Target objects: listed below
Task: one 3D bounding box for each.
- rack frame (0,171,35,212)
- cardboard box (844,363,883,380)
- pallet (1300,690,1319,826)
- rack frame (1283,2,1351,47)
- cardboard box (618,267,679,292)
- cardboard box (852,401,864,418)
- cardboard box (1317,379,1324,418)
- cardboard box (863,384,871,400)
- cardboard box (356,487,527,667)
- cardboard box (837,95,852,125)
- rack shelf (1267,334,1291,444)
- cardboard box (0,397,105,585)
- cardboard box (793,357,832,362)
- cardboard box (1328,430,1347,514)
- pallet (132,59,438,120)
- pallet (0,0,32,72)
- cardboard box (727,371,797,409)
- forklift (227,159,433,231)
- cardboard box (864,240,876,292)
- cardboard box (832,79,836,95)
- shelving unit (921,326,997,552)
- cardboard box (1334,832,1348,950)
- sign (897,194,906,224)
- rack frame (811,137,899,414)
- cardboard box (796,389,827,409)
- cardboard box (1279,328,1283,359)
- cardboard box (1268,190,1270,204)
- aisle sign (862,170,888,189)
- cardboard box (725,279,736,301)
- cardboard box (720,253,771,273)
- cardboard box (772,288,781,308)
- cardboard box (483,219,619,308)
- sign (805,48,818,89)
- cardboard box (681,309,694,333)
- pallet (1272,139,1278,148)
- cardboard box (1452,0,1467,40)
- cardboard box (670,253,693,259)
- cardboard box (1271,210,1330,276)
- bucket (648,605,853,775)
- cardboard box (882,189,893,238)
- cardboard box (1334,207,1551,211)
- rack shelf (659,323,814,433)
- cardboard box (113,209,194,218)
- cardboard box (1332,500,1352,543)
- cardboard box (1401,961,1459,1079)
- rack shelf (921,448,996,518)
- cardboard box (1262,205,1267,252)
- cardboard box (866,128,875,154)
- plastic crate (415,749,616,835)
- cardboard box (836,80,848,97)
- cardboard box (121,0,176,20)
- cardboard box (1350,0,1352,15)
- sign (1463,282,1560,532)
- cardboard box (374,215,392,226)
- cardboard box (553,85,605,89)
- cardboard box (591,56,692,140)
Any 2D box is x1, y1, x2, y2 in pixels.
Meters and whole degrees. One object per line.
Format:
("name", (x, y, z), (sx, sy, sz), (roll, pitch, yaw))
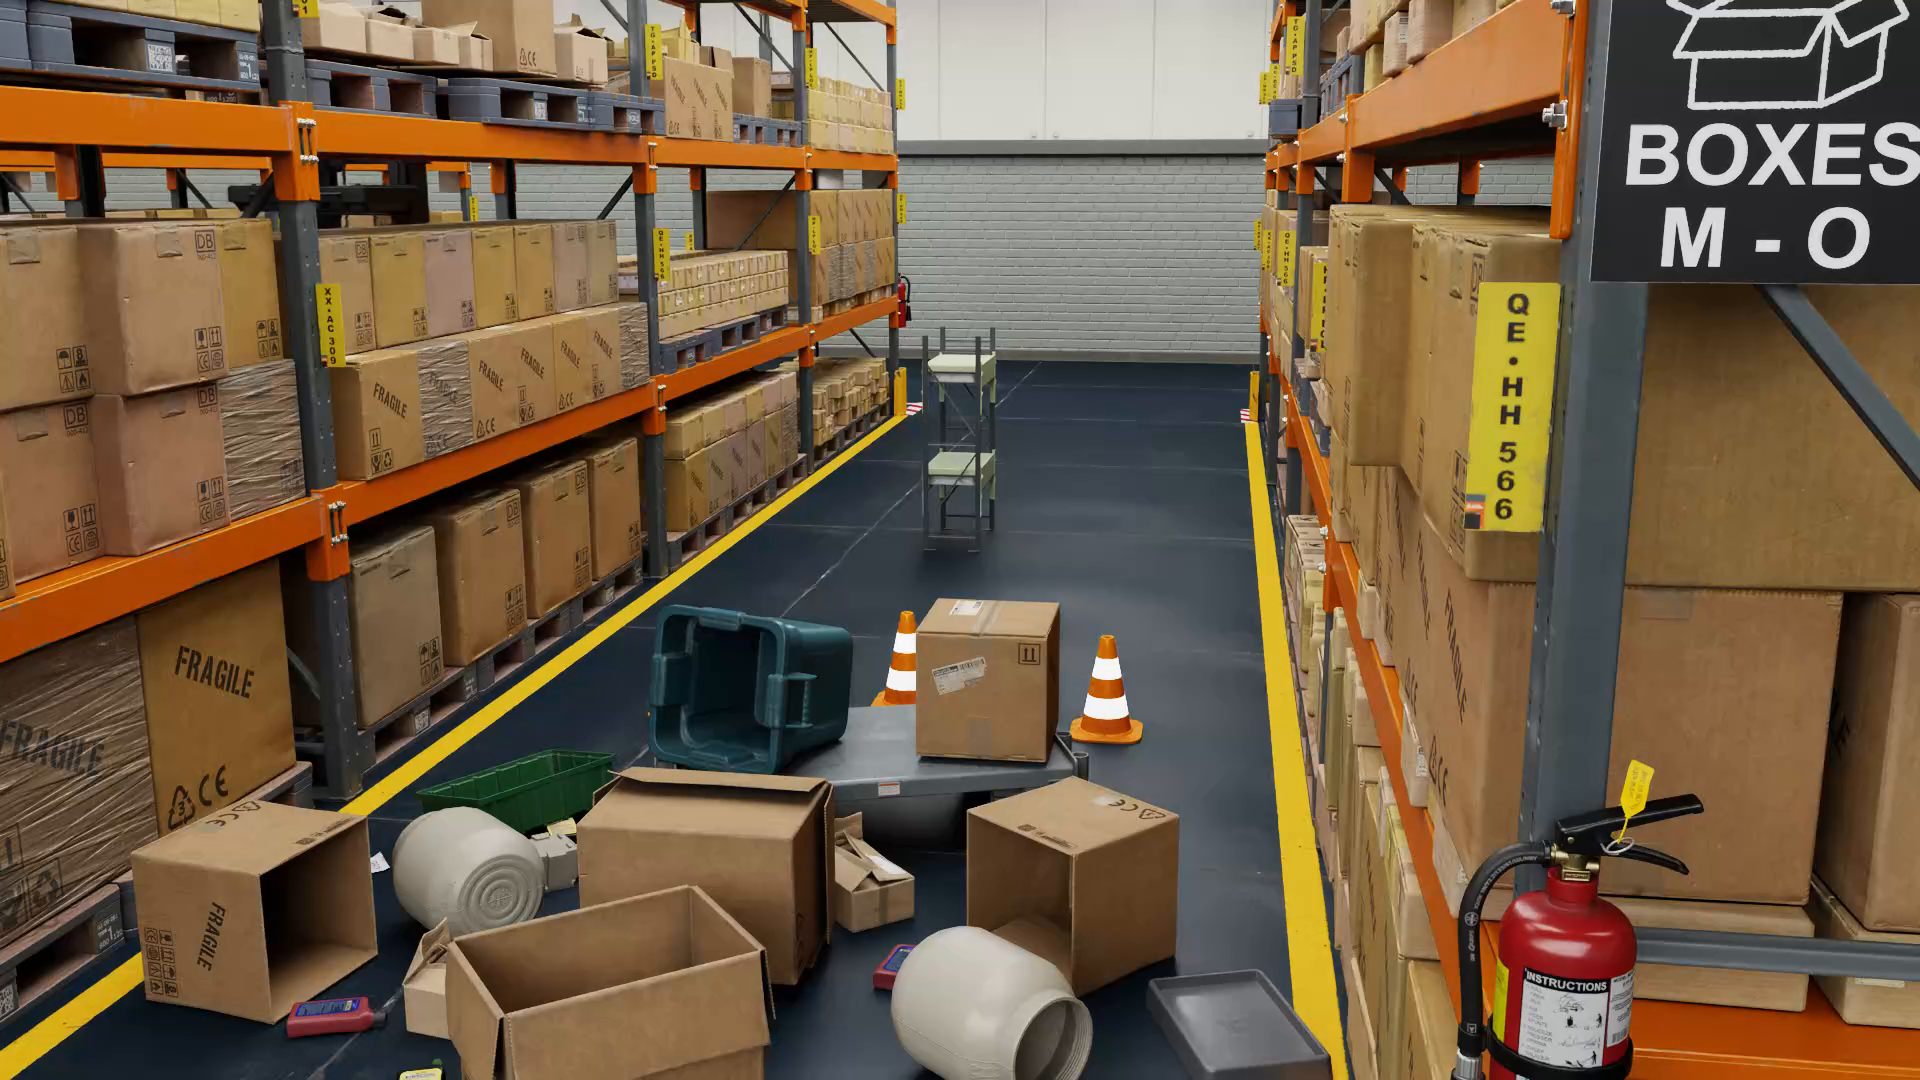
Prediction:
("rack frame", (-10.961, -3.241, 19.911), (1.000, 3.000, 0.127), (2, 12, 9))
("cardboard box", (-1.022, -1.774, 17.464), (0.380, 0.149, 0.250), (2, 12, 7))
("pallet", (1.998, 0.940, 7.132), (1.003, 0.211, 1.213), (2, 12, 9))
("rack frame", (3.110, -4.859, 13.181), (1.000, 3.000, 0.127), (2, 12, 9))
("cardboard box", (-2.111, -1.753, 11.193), (0.380, 0.149, 0.250), (2, 12, 7))
("cardboard box", (-1.186, -1.322, 16.777), (0.380, 0.149, 0.250), (2, 12, 10))
("cardboard box", (1.784, -0.622, 7.360), (0.380, 0.149, 0.250), (2, 12, 9))
("cardboard box", (-1.126, -1.520, 16.991), (0.380, 0.149, 0.250), (2, 12, 9))
("cardboard box", (-2.869, 0.161, 8.469), (1.050, 0.750, 0.750), (2, 12, 9))
("cardboard box", (-1.313, -4.004, 15.500), (0.500, 0.250, 0.500), (2, 12, 10))
("rack shelf", (2.802, -1.159, 11.957), (1.077, 0.370, 4.000), (2, 12, 9))
("cardboard box", (-3.334, -0.173, 5.320), (0.875, 0.550, 0.550), (2, 12, 9))
("cardboard box", (-1.598, -1.903, 18.062), (0.380, 0.149, 0.250), (1, 12, 6))
("cardboard box", (1.536, -0.373, 5.661), (0.500, 0.500, 0.500), (2, 12, 8))
("pallet", (-2.935, -1.966, 7.329), (0.805, 0.209, 1.217), (1, 12, 6))
("pallet", (-3.353, -1.400, 4.462), (1.003, 0.211, 1.213), (2, 12, 9))
("cardboard box", (-1.662, -1.253, 13.842), (0.500, 0.250, 0.500), (2, 12, 7))
("forklift", (-4.618, -1.585, 12.389), (1.130, 2.935, 3.031), (2, 12, 9))
("cardboard box", (-1.149, -2.778, 16.821), (0.500, 0.500, 0.500), (2, 12, 9))
("cardboard box", (-1.351, -4.168, 15.315), (0.380, 0.149, 0.250), (1, 12, 7))
("shelving unit", (-0.001, -0.732, 11.829), (0.431, 1.500, 0.755), (2, 12, 9))
("cardboard box", (1.451, 1.103, 5.285), (0.500, 0.250, 0.500), (3, 12, 12))
("sign", (-0.636, -3.597, 18.065), (0.100, 0.325, 0.005), (2, 12, 9))
("rack frame", (-1.182, -2.899, 18.323), (1.000, 3.000, 0.127), (2, 12, 9))
("cardboard box", (-1.438, -1.289, 15.212), (0.380, 0.149, 0.250), (3, 12, 11))
("cardboard box", (2.472, -1.345, 11.473), (0.500, 0.250, 0.500), (2, 12, 8))
("cardboard box", (3.251, -3.386, 16.437), (0.380, 0.149, 0.250), (1, 12, 7))
("aisle sign", (-0.874, -4.175, 18.075), (0.394, 0.787, 0.004), (2, 12, 9))
("cardboard box", (-1.905, -1.880, 12.489), (0.380, 0.149, 0.250), (2, 12, 11))
("cardboard box", (-1.748, -2.240, 13.453), (0.380, 0.149, 0.250), (1, 12, 7))
("cardboard box", (-1.702, -2.005, 13.777), (0.380, 0.149, 0.250), (2, 12, 9))
("cardboard box", (-2.491, -1.678, 10.048), (0.700, 0.500, 0.500), (2, 12, 8))
("sign", (-1.248, -3.960, 13.968), (0.100, 0.325, 0.005), (2, 12, 9))
("cardboard box", (-2.061, -1.514, 11.500), (0.380, 0.149, 0.250), (3, 12, 11))
("pallet", (3.436, -3.773, 15.470), (1.003, 0.211, 1.213), (2, 12, 9))
("cardboard box", (1.267, -1.121, 3.552), (0.380, 0.149, 0.250), (2, 12, 7))
("cardboard box", (-2.391, -2.261, 13.550), (0.380, 0.149, 0.250), (2, 12, 9))
("cardboard box", (2.758, -2.382, 13.315), (0.500, 0.500, 0.500), (2, 12, 9))
("bucket", (-0.770, 0.560, 6.439), (0.726, 0.611, 0.620), (7, 4, 28))
("cardboard box", (-1.006, -3.478, 17.697), (0.500, 0.500, 0.500), (2, 12, 7))
("cardboard box", (1.497, -0.754, 5.056), (0.700, 0.500, 0.500), (2, 12, 9))
("rack shelf", (-2.105, -1.298, 12.604), (1.077, 0.370, 4.000), (2, 12, 9))
("cardboard box", (-6.889, -2.511, 13.907), (0.797, 0.503, 0.637), (2, 12, 9))
("cardboard box", (1.514, -0.083, 5.856), (0.380, 0.149, 0.250), (2, 12, 8))
("cardboard box", (1.130, 1.168, 3.202), (0.500, 0.500, 0.500), (2, 12, 9))
("rack shelf", (-0.001, -0.413, 11.898), (0.431, 0.370, 0.720), (2, 12, 9))
("cardboard box", (3.297, -3.098, 16.640), (0.500, 0.500, 0.500), (2, 12, 7))
("cardboard box", (-1.151, -3.979, 16.573), (0.500, 0.250, 0.500), (2, 12, 11))
("plastic crate", (-1.760, 1.024, 6.658), (0.450, 0.188, 0.662), (-3, 8, 40))
("cardboard box", (-1.263, -4.223, 15.572), (0.380, 0.149, 0.250), (3, 12, 11))
("cardboard box", (-2.844, -1.806, 5.495), (0.380, 0.149, 0.250), (2, 12, 10))
("cardboard box", (1.978, -2.442, 7.257), (0.500, 0.250, 0.500), (2, 12, 10))
("sign", (0.719, -0.171, 2.170), (0.100, 0.325, 0.005), (2, 12, 9))
("cardboard box", (-6.485, -3.324, 18.166), (0.500, 0.500, 0.500), (2, 12, 7))
("cardboard box", (-2.287, -2.708, 9.638), (0.380, 0.166, 0.250), (2, 12, 9))
("cardboard box", (-2.061, -2.859, 10.781), (0.500, 0.500, 0.500), (2, 12, 9))
